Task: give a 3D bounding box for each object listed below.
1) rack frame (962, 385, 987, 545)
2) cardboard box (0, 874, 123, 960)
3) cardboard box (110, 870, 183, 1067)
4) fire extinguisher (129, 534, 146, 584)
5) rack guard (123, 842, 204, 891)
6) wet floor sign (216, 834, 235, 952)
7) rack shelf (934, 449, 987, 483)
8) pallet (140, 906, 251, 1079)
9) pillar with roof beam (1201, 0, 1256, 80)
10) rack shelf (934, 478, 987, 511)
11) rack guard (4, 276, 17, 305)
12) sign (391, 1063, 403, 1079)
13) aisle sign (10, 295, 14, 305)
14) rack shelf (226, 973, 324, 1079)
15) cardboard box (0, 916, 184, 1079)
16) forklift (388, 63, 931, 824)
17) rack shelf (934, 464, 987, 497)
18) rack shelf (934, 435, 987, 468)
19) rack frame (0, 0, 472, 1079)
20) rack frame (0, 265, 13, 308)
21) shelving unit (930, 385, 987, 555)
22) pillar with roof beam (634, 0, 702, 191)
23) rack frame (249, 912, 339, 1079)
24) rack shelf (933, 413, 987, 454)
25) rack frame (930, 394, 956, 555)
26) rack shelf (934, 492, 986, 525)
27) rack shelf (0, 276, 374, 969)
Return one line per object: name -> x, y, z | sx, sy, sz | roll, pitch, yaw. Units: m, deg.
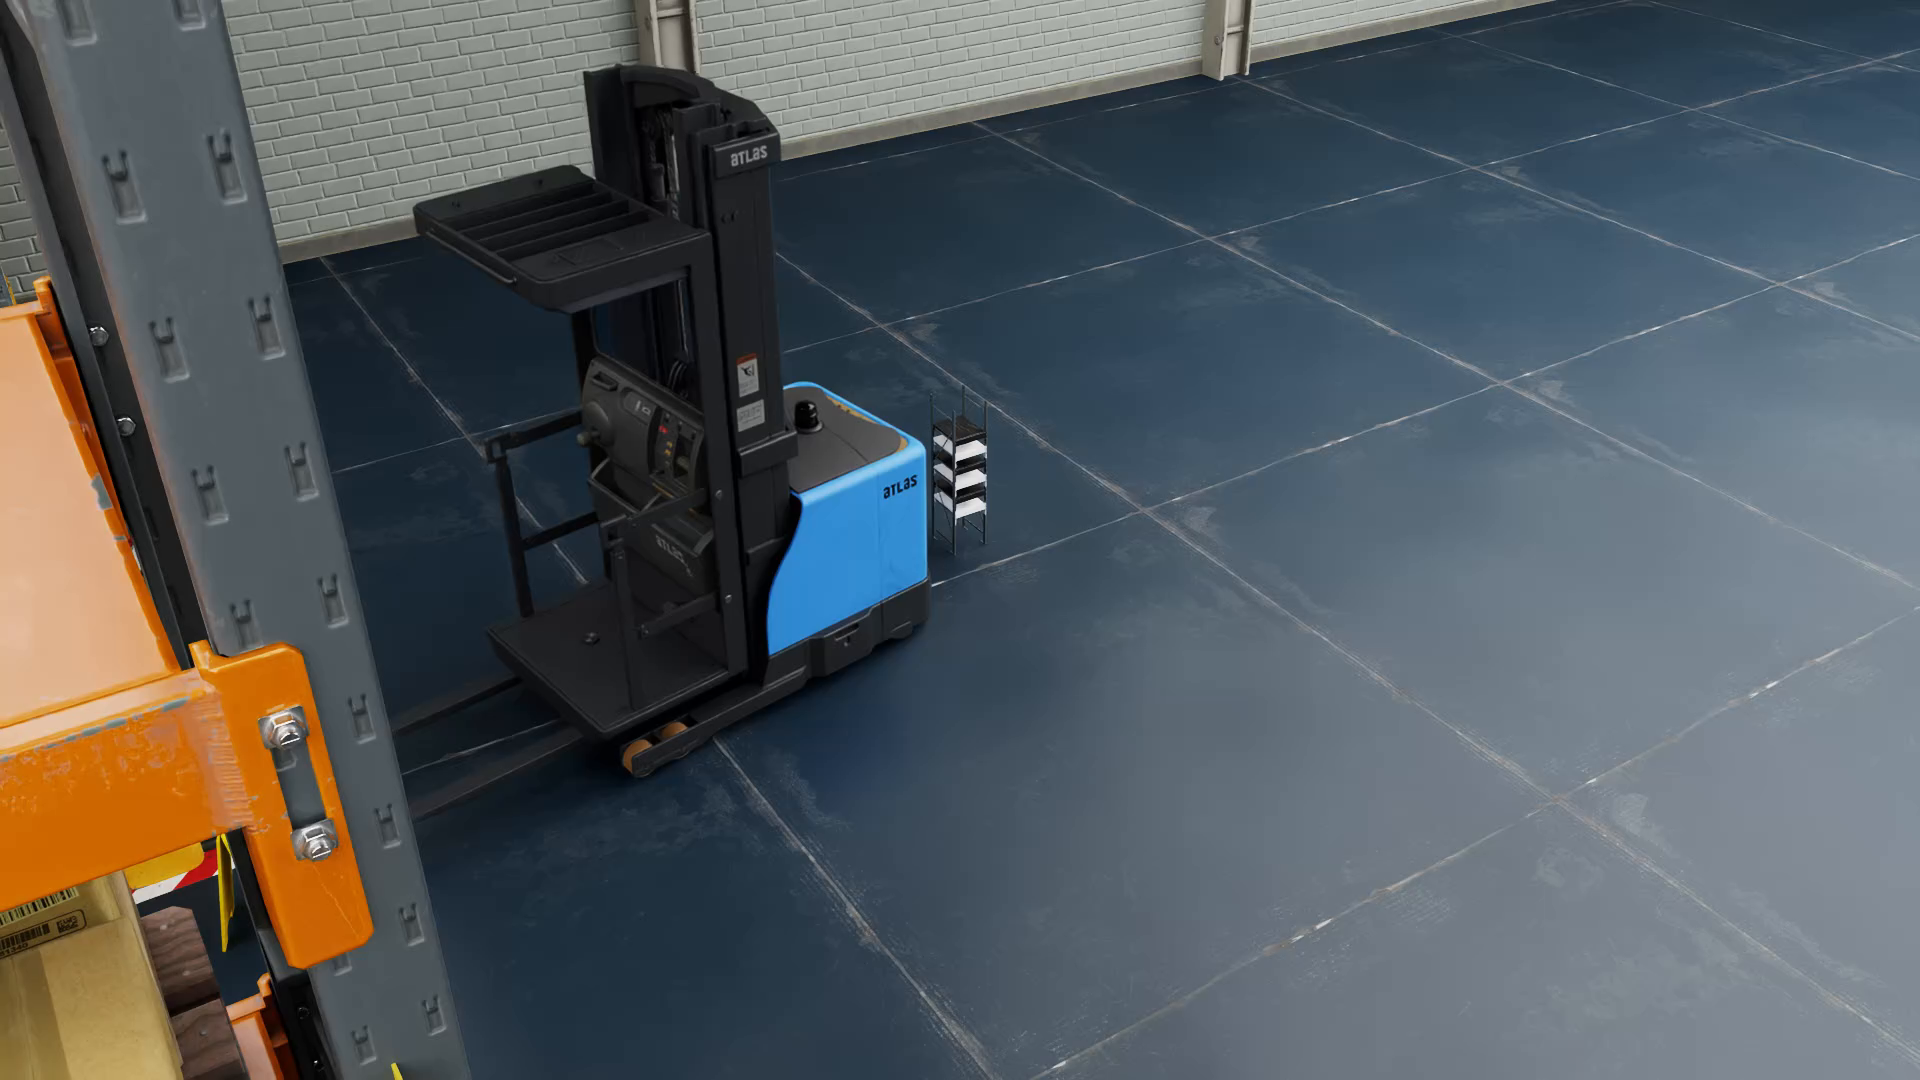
rack frame -> 0.079, -0.408, 9.174 | 0.006, 0.900, 0.240 | -19, 37, -27
cardboard box -> -1.415, 0.557, 2.240 | 0.500, 0.250, 0.500 | -19, 37, -27
cardboard box -> -1.332, 0.657, 2.456 | 0.250, 0.149, 0.380 | -19, 37, -27
fire extinguisher -> -3.291, 0.100, 6.475 | 0.183, 0.674, 0.296 | -19, 37, -27
rack guard -> -3.701, 0.972, 7.361 | 0.348, 0.500, 1.175 | -19, 37, -27
wet floor sign -> -2.898, 1.314, 6.684 | 0.232, 0.644, 0.267 | -7, 33, -11
rack shelf -> -0.007, -0.426, 9.098 | 0.200, 0.077, 0.258 | -19, 37, -27
pallet -> -1.488, 1.072, 2.133 | 1.213, 0.211, 1.003 | -19, 37, -27
pillar with roof beam -> 5.015, -6.610, 11.416 | 0.400, 9.000, 9.100 | -19, 37, -27
rack shelf -> -0.007, -0.274, 9.194 | 0.200, 0.077, 0.258 | -19, 37, -27
rack guard -> -6.310, -1.281, 10.934 | 0.348, 0.500, 1.175 | -19, 37, -27
sign -> -0.588, 0.721, 1.849 | 0.005, 0.325, 0.100 | -19, 37, -27
aisle sign -> -3.428, -1.094, 5.858 | 0.004, 0.787, 0.394 | -19, 37, -27
rack shelf -> -2.551, 1.698, 1.732 | 4.000, 0.370, 1.077 | -19, 37, -27
cardboard box -> -0.970, 0.614, 1.776 | 0.250, 0.149, 0.380 | -19, 37, -27
forklift -> -1.586, -0.467, 7.365 | 3.031, 2.935, 1.130 | -26, 40, -34
rack shelf -> -0.007, -0.350, 9.146 | 0.200, 0.077, 0.258 | -19, 37, -27
rack shelf -> -0.007, -0.502, 9.050 | 0.200, 0.077, 0.258 | -19, 37, -27
rack frame -> -0.870, -0.454, 1.656 | 0.127, 3.000, 1.000 | -19, 37, -27
rack frame -> -3.637, -0.107, 6.729 | 0.127, 3.000, 1.000 | -19, 37, -27
shelving unit -> -0.007, -0.378, 9.128 | 0.210, 0.900, 0.258 | -19, 37, -27
pillar with roof beam -> -0.028, -4.876, 8.666 | 0.400, 9.000, 9.100 | -19, 37, -27
rack frame -> -0.870, 2.084, 3.257 | 0.127, 3.000, 1.000 | -19, 37, -27
rack shelf -> -0.007, -0.578, 9.002 | 0.200, 0.077, 0.258 | -19, 37, -27
rack frame -> -0.092, -0.349, 9.081 | 0.006, 0.900, 0.240 | -19, 37, -27
rack shelf -> -0.007, -0.198, 9.242 | 0.200, 0.077, 0.258 | -19, 37, -27
rack shelf -> -2.551, 0.598, 1.038 | 4.000, 0.370, 1.077 | -19, 37, -27
